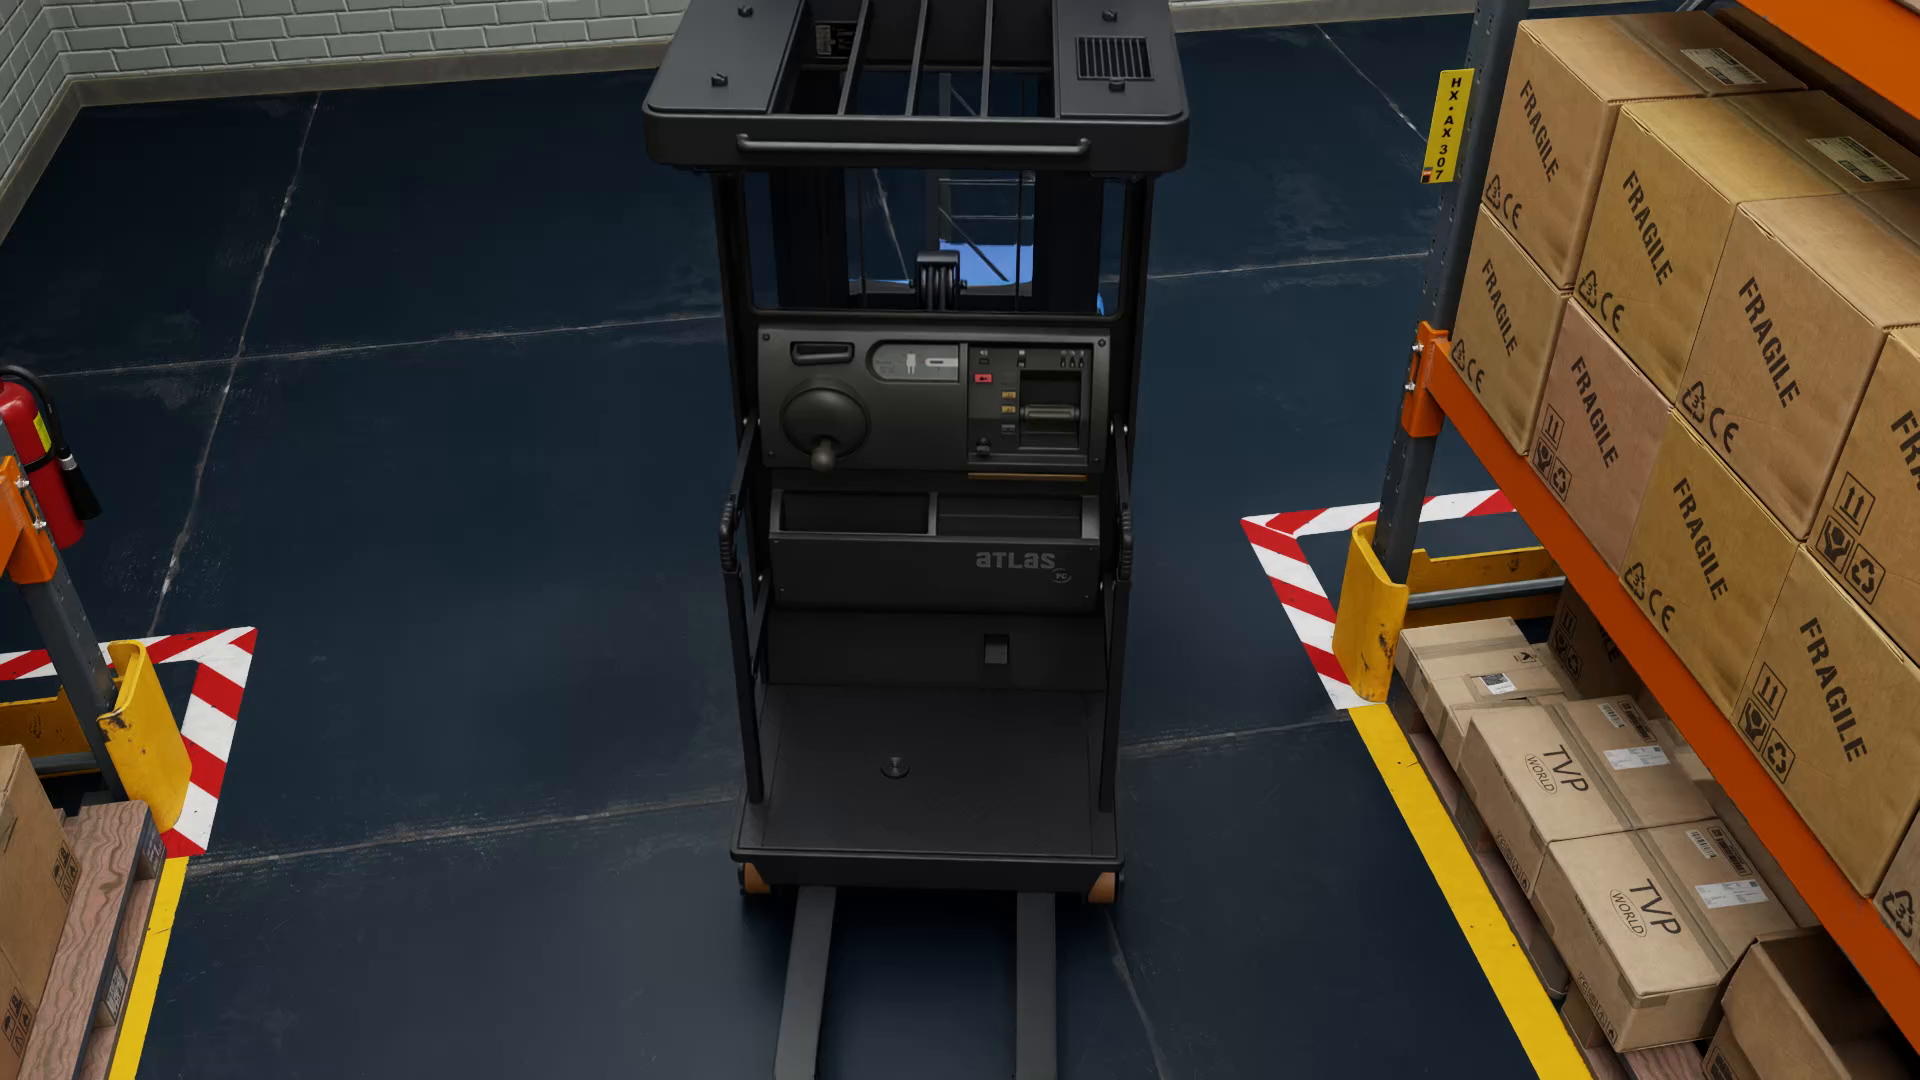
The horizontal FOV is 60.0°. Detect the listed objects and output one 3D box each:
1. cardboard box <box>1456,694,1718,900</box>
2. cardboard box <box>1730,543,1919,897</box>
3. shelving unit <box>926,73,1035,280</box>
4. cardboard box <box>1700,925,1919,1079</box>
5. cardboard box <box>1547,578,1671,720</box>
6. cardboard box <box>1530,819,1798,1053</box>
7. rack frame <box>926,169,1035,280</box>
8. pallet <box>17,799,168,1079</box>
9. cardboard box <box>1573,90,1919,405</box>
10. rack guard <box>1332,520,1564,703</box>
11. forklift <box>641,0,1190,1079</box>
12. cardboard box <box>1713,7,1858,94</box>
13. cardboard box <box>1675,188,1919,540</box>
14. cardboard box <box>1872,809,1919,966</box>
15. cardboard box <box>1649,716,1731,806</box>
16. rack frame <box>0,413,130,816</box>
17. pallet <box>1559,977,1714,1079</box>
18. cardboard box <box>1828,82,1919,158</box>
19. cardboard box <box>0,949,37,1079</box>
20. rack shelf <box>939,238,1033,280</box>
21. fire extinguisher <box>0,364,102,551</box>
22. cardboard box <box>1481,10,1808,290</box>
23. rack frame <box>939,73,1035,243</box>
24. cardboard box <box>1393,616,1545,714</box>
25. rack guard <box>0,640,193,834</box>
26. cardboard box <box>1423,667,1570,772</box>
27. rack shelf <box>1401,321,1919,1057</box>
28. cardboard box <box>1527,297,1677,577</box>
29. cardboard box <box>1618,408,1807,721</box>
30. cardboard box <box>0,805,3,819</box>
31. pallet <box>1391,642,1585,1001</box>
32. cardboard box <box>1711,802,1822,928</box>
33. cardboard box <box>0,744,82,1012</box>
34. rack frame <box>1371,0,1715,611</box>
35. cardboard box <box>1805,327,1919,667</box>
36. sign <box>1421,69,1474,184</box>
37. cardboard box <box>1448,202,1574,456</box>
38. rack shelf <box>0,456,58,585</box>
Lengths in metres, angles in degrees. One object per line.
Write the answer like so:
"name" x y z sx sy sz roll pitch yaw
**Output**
"cardboard box" 1.775 0.726 4.753 0.500 0.250 0.500 -6 38 -8
"cardboard box" 1.956 0.326 3.304 0.500 0.500 0.500 -6 38 -7
"shelving unit" 0.154 -0.987 6.298 0.538 1.500 1.048 1 38 2
"cardboard box" 2.238 1.247 3.877 0.797 0.503 0.637 -6 38 -8
"cardboard box" 2.209 0.268 5.139 0.500 0.500 0.500 -6 38 -8
"cardboard box" 1.863 1.028 4.365 0.500 0.250 0.500 -6 38 -8
"rack frame" 0.137 -0.675 5.897 0.500 1.500 0.032 1 38 2
"pallet" -2.788 1.264 4.452 1.003 0.211 1.213 -6 38 -8
"cardboard box" 1.789 -0.670 3.771 0.500 0.500 0.500 -6 38 -7
"rack guard" 1.885 0.186 5.603 1.175 0.500 0.348 -6 38 -8
"forklift" -0.076 -0.296 4.242 1.130 2.935 3.031 1 38 2
"cardboard box" 2.220 -1.042 4.250 0.500 0.500 0.500 -7 38 -8
"cardboard box" 1.872 -0.368 3.382 0.500 0.500 0.500 -6 38 -7
"cardboard box" 2.048 0.634 2.908 0.500 0.500 0.500 -5 38 -7
"cardboard box" 2.192 0.654 4.914 0.380 0.166 0.250 -6 38 -8
"rack frame" -3.005 -0.312 4.207 1.000 3.000 0.127 -6 38 -8
"pallet" 2.236 1.517 4.126 1.003 0.211 1.213 -6 38 -8
"cardboard box" 2.310 -0.737 3.858 0.500 0.500 0.500 -5 38 -7
"cardboard box" -2.696 1.223 3.926 0.700 0.500 0.500 -6 38 -8
"rack shelf" 0.154 -0.845 6.408 0.538 0.185 1.000 1 38 2
"fire extinguisher" -2.577 -0.275 4.526 0.296 0.674 0.183 -6 38 -8
"cardboard box" 1.690 -0.985 4.177 0.500 0.500 0.500 -5 38 -7
"rack frame" 0.172 -1.299 6.699 0.500 1.500 0.032 1 38 2
"cardboard box" 1.606 0.395 5.262 0.380 0.149 0.250 -6 38 -8
"rack guard" -3.009 0.660 4.992 1.175 0.500 0.348 -6 38 -8
"cardboard box" 1.650 0.539 5.062 0.380 0.166 0.250 -6 38 -8
"rack shelf" 2.222 0.645 3.561 1.077 0.370 4.000 -6 38 -8
"cardboard box" 1.785 -0.279 4.083 0.500 0.500 0.500 -7 38 -8
"cardboard box" 1.870 0.024 3.692 0.500 0.500 0.500 -6 38 -8
"cardboard box" -2.582 0.723 4.041 0.380 0.149 0.250 -7 38 -8
"pallet" 2.025 0.781 5.072 1.003 0.211 1.213 -6 38 -8
"cardboard box" 2.346 0.944 4.473 0.500 0.250 0.500 -6 38 -8
"cardboard box" -2.784 0.921 4.315 0.700 0.500 0.500 -6 38 -8
"rack frame" 1.871 -0.847 4.896 1.000 3.000 0.127 -6 38 -8
"cardboard box" 1.962 -0.061 2.987 0.500 0.500 0.500 -7 38 -8
"sign" 1.337 -1.131 4.555 0.100 0.325 0.005 -6 38 -8
"cardboard box" 1.690 -0.590 4.483 0.500 0.500 0.500 -5 38 -7
"rack shelf" -2.654 1.180 2.873 1.077 0.370 4.000 -6 38 -8
